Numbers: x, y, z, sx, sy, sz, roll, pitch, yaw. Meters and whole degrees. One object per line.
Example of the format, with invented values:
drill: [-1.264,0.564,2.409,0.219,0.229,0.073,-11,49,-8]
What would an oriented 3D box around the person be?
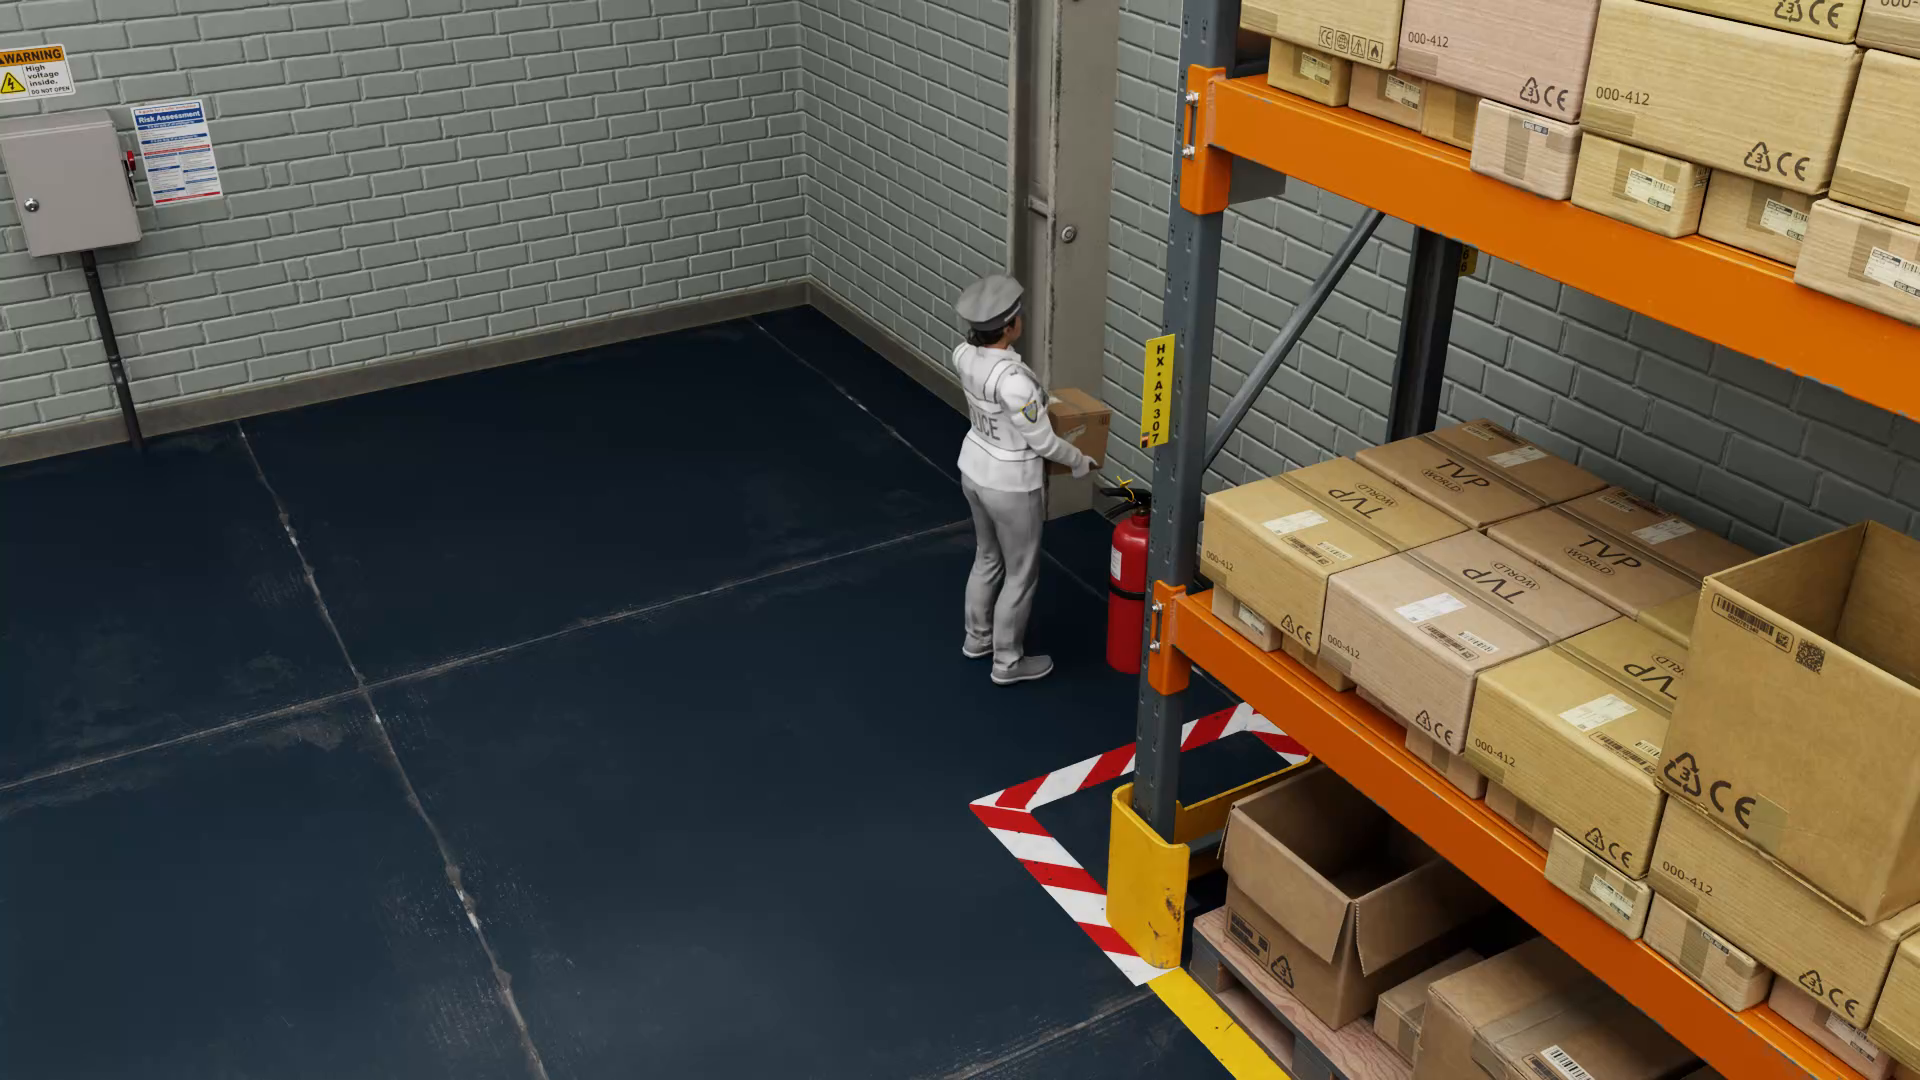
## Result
person: [0.241,-0.241,6.535,0.536,1.690,0.460,-16,33,-26]
